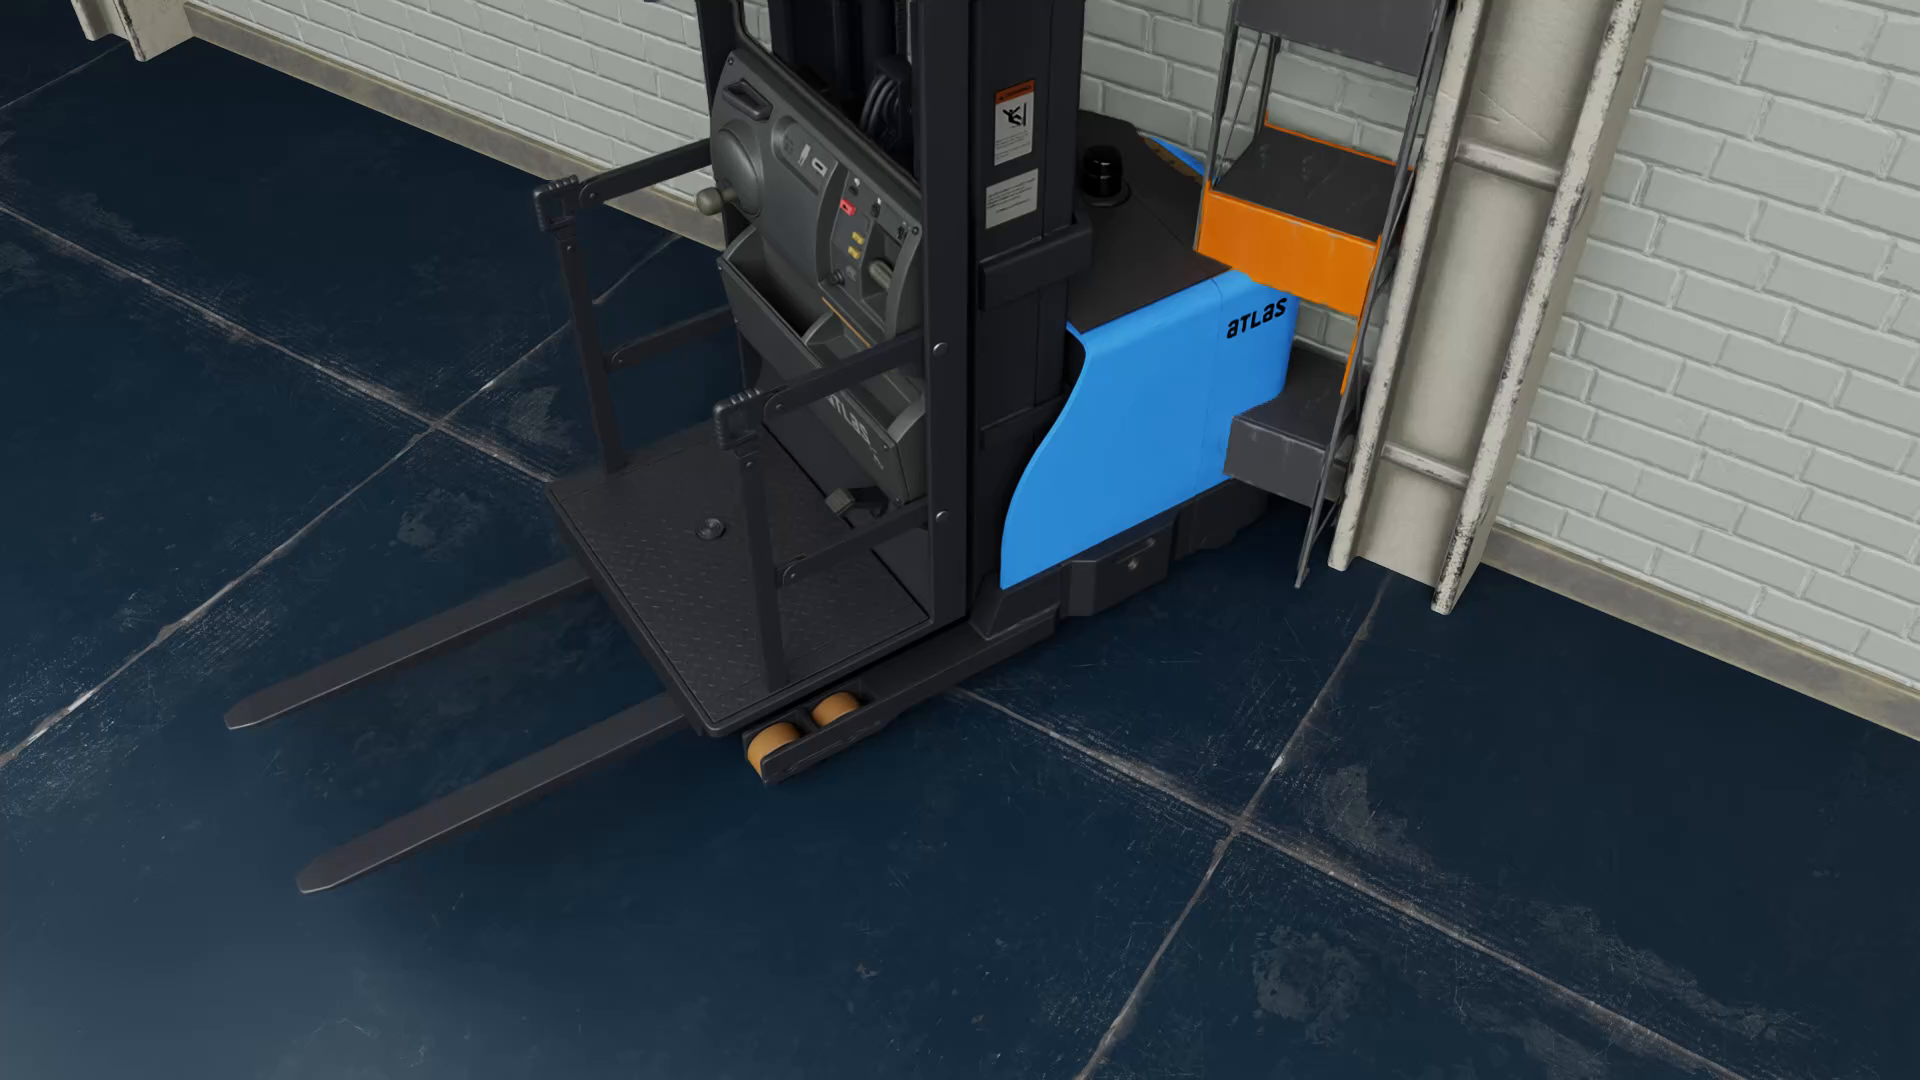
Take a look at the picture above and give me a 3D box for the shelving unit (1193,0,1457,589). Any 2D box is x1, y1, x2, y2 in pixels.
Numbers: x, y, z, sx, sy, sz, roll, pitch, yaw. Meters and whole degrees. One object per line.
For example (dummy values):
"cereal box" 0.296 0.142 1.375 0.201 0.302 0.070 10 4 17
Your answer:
"shelving unit" 0.945 -0.800 4.551 0.503 2.100 0.431 23 49 19

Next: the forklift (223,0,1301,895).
"forklift" -0.538 -0.790 3.974 3.031 2.935 1.130 -25 51 -23

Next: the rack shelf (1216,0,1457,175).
"rack shelf" 0.962 -1.281 4.061 0.480 0.518 0.431 23 49 19

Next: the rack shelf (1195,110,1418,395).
"rack shelf" 0.944 -0.790 4.560 0.480 0.518 0.431 23 49 19

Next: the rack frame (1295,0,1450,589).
"rack frame" 1.157 -0.710 4.470 0.015 2.100 0.400 23 49 19

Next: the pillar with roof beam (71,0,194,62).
"pillar with roof beam" -5.984 -2.800 1.696 0.400 9.000 9.100 25 51 22

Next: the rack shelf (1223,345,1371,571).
"rack shelf" 0.927 -0.300 5.059 0.480 0.518 0.431 23 49 19

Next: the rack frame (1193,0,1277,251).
"rack frame" 0.733 -0.889 4.631 0.015 2.100 0.400 23 49 19
